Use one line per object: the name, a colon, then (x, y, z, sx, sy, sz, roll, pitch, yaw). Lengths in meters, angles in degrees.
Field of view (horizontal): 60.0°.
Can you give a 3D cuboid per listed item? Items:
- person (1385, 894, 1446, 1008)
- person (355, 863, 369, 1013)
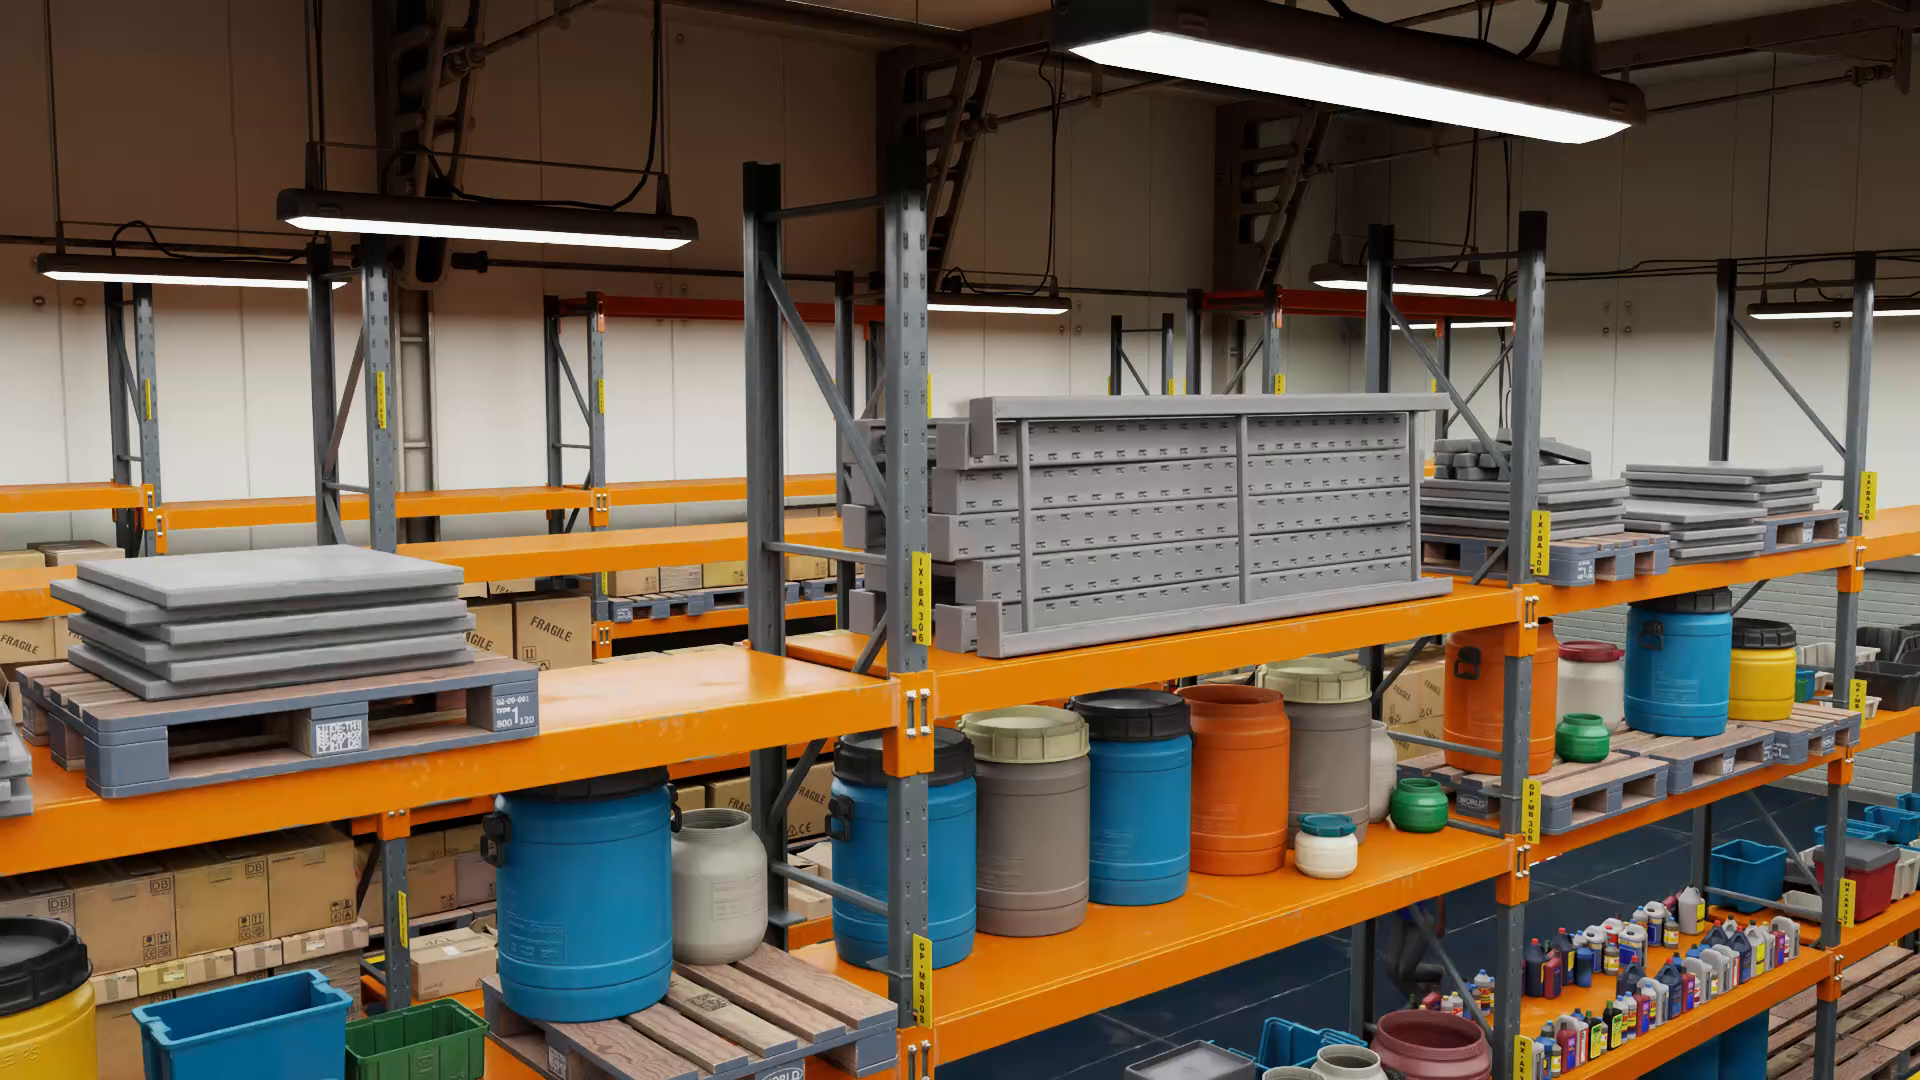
person: (3.636, 3.147, 13.373, 0.810, 1.491, 0.593, -4, 7, -33)
person: (-5.064, 3.018, 13.166, 0.625, 1.765, 0.855, 2, 6, 16)
